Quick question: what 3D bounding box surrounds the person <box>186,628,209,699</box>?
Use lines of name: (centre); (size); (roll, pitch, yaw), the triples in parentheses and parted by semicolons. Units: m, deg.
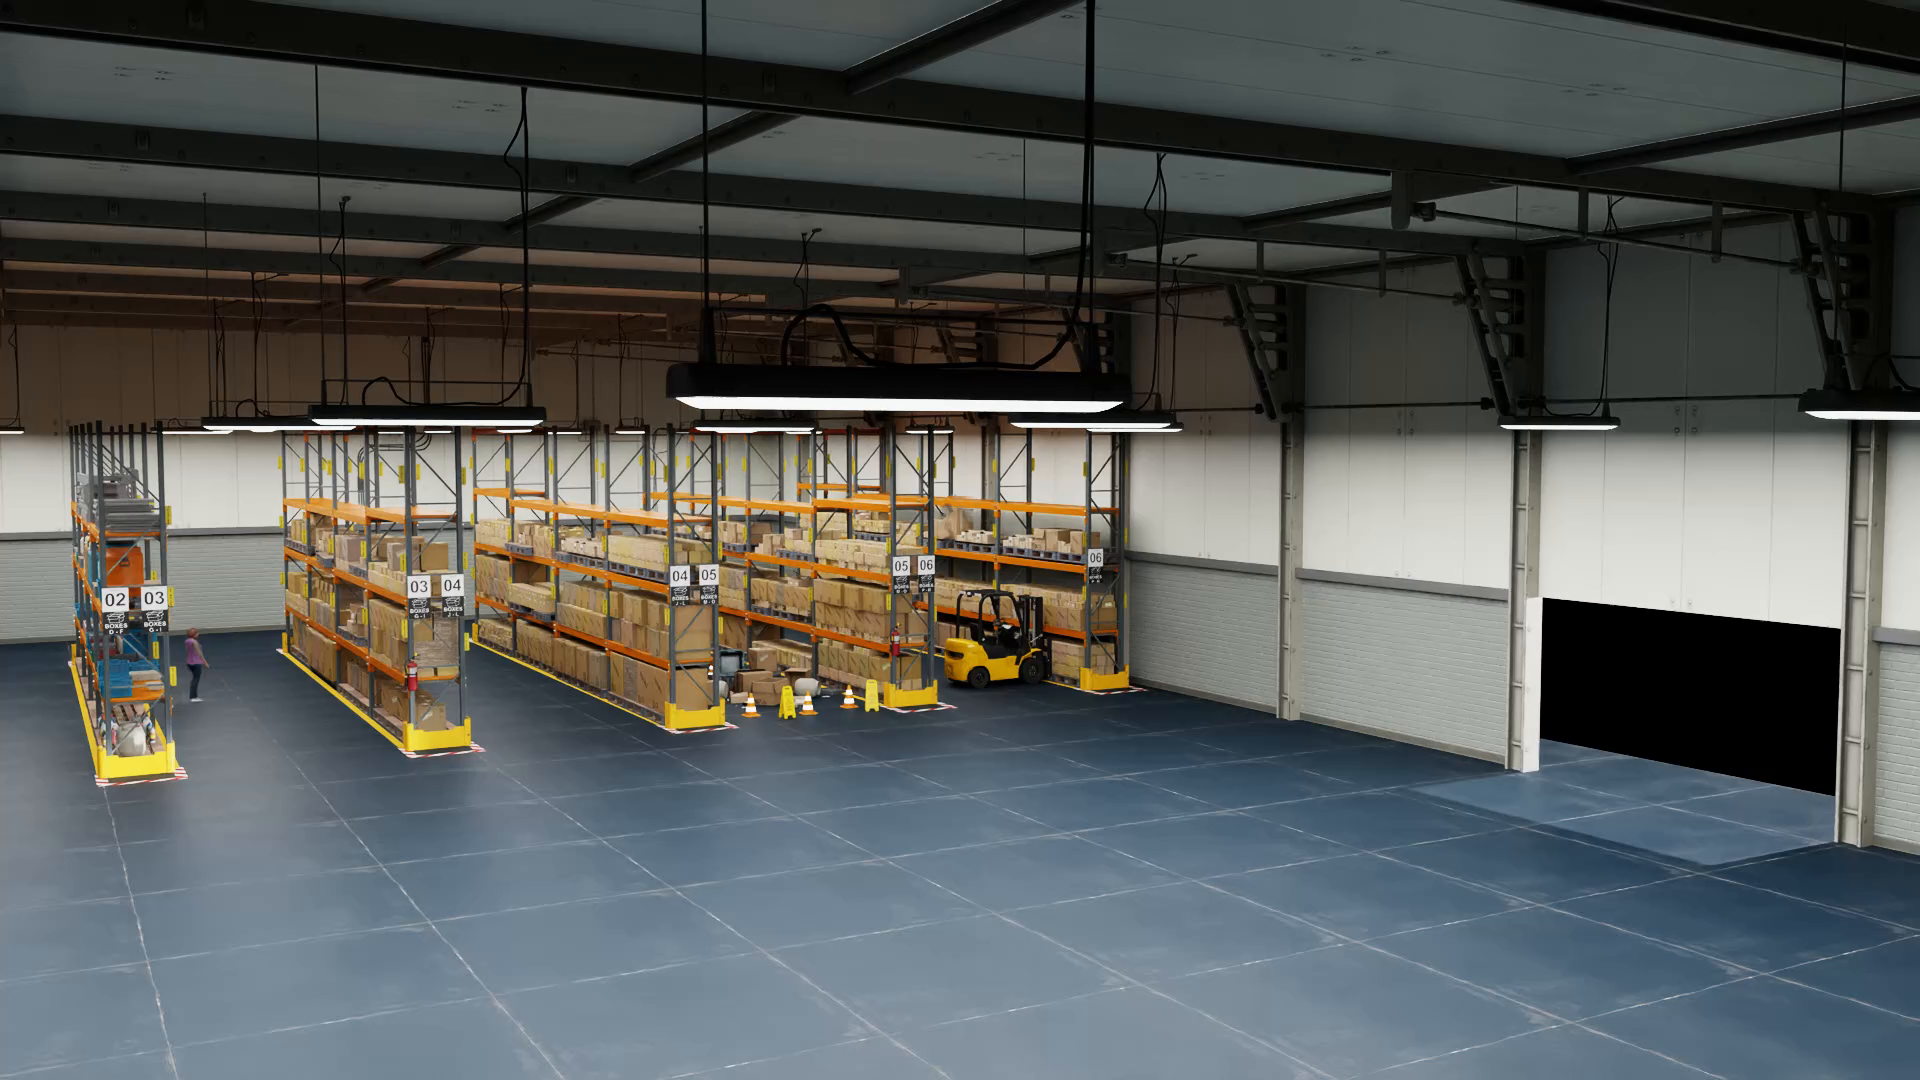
person: (-16.497, 2.650, 35.920); (0.498, 1.515, 0.455); (1, 4, 21)

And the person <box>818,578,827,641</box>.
person: (-3.859, 1.945, 46.697); (0.434, 1.774, 0.585); (-3, 5, -43)
